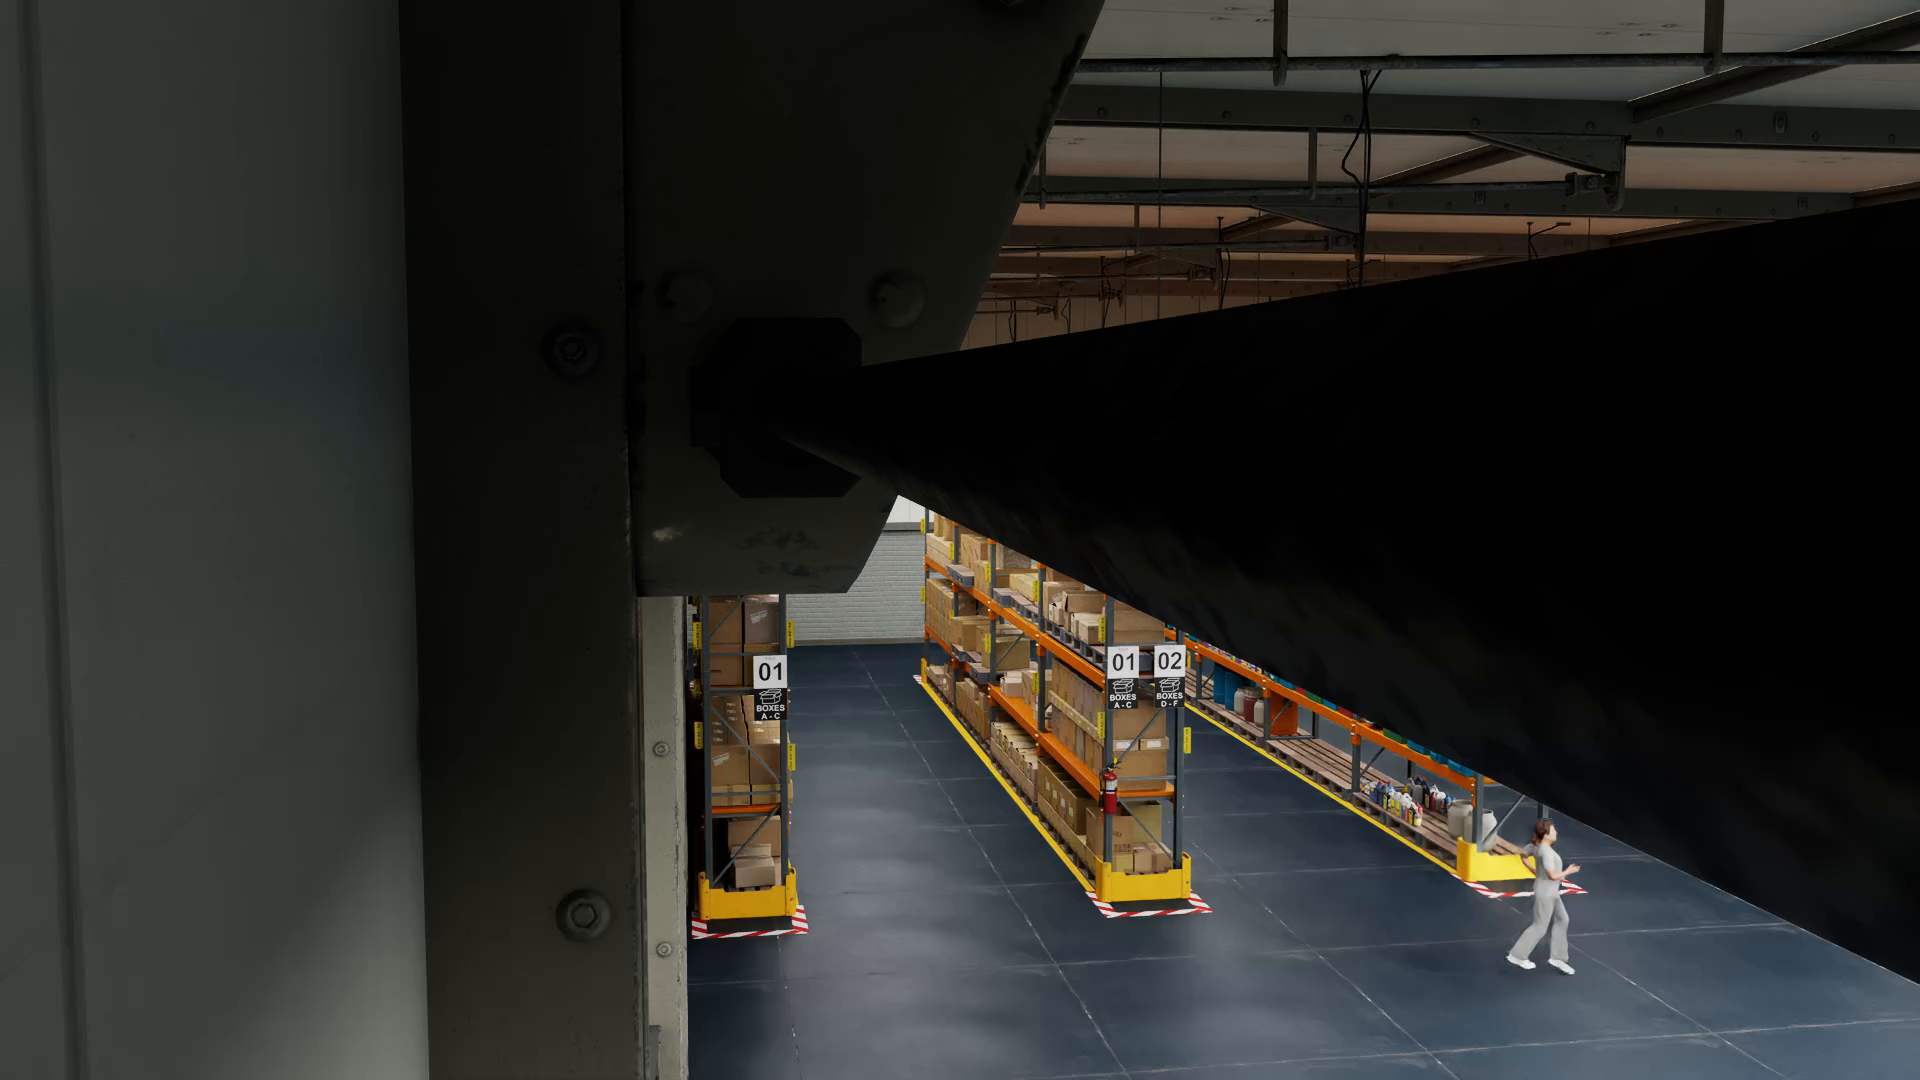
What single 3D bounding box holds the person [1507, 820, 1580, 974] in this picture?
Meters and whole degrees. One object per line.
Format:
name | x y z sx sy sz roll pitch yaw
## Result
person | 6.356 3.892 18.123 0.728 1.714 0.549 1 5 12
